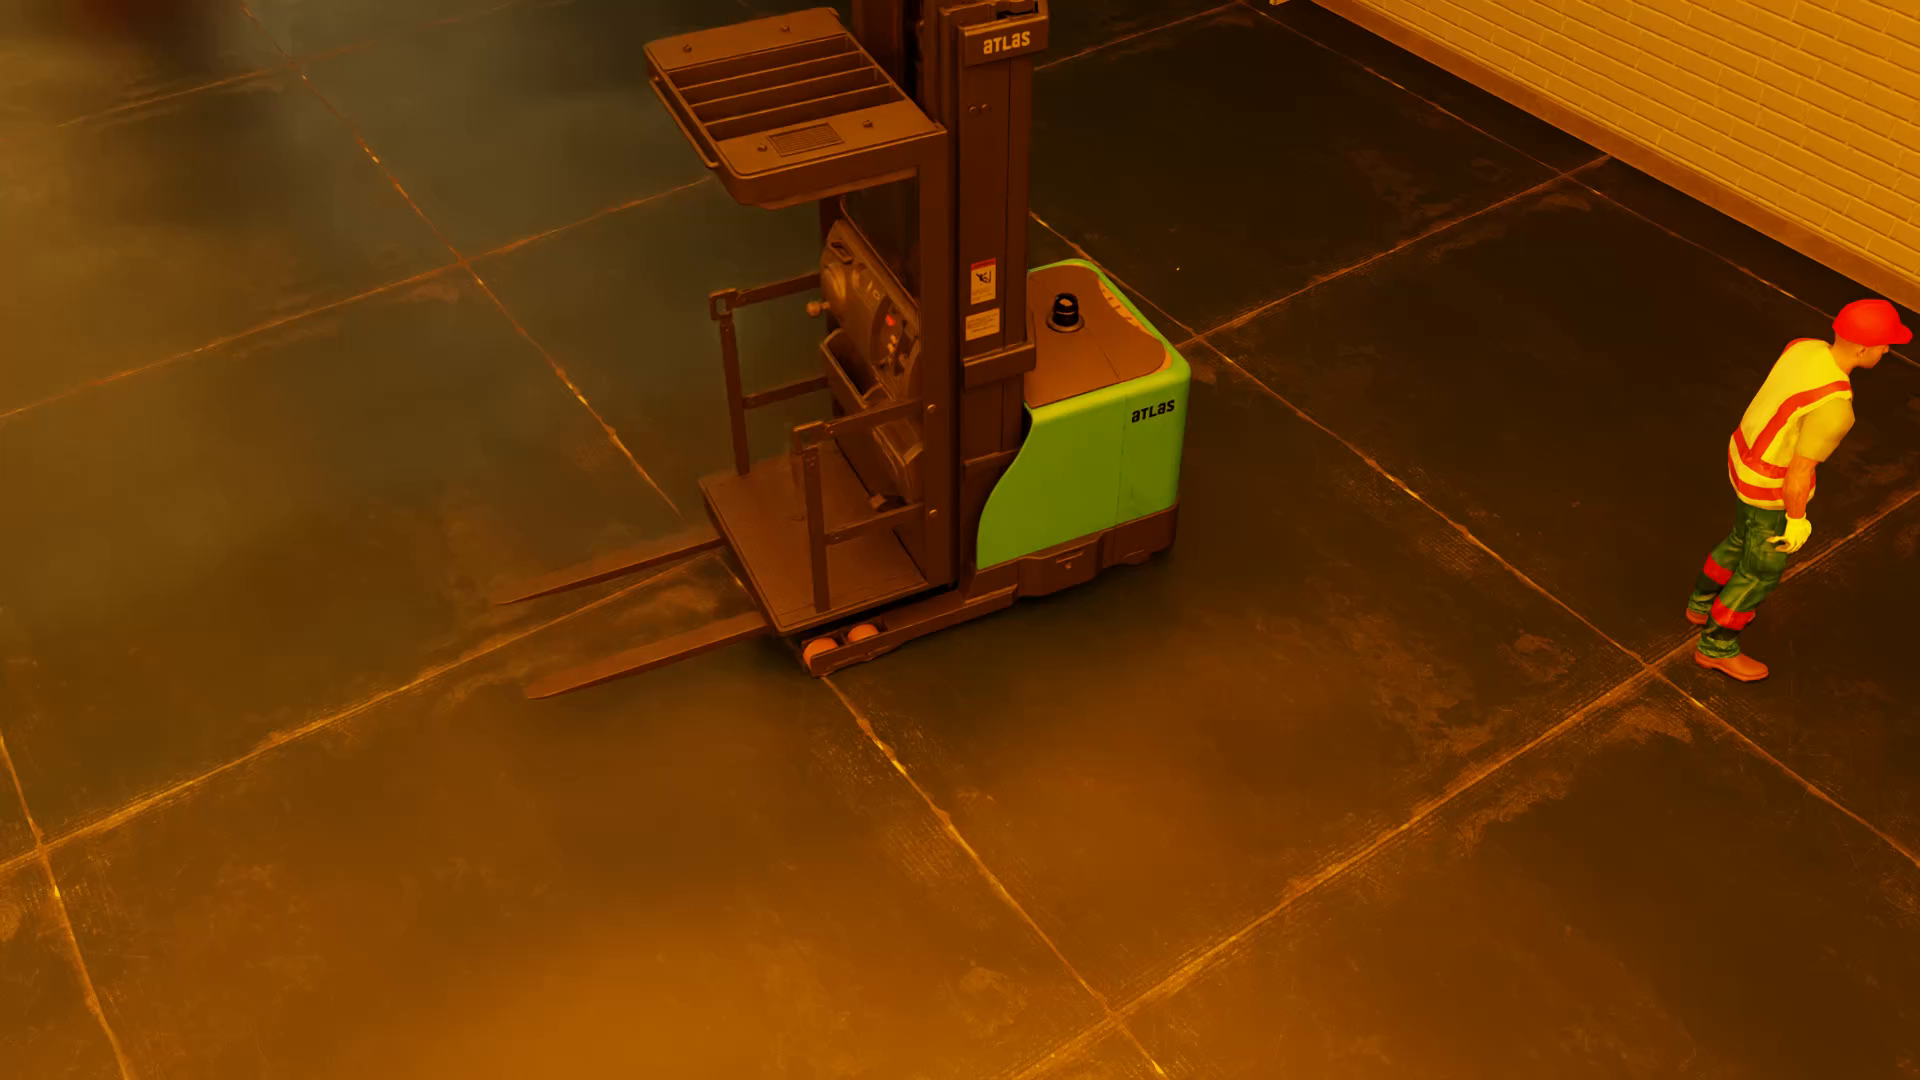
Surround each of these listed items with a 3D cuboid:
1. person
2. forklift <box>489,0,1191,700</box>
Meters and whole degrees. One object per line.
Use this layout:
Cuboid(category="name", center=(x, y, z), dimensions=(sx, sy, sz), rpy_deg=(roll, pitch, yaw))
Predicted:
Cuboid(category="person", center=(3.372, -0.226, 6.815), dimensions=(0.455, 1.777, 0.608), rpy_deg=(7, 43, 7))
Cuboid(category="forklift", center=(-0.551, -0.900, 6.692), dimensions=(3.031, 2.935, 1.130), rpy_deg=(-18, 46, -18))
